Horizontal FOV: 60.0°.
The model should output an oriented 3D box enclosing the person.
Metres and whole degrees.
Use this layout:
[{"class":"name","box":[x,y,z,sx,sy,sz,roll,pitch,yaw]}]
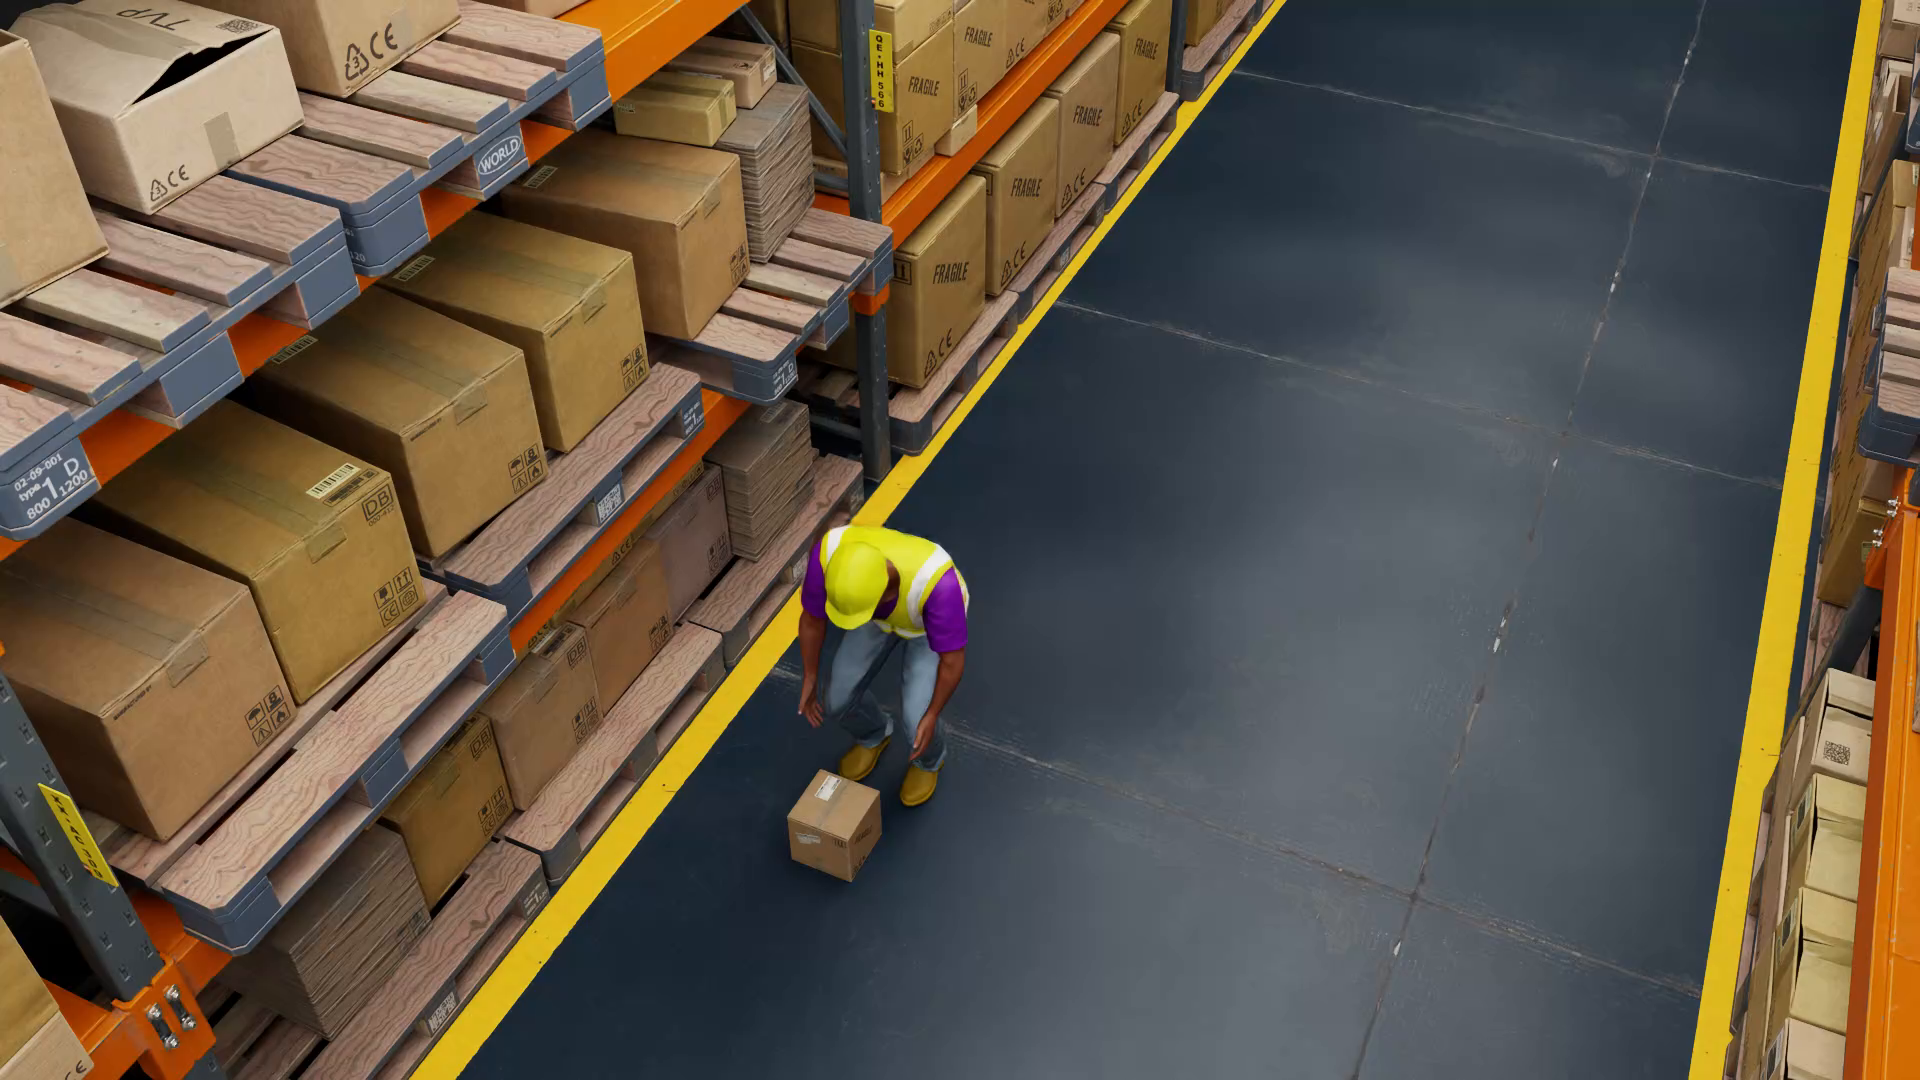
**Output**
[{"class":"person","box":[-0.258,0.584,6.071,0.585,0.995,0.890,17,45,18]}]
